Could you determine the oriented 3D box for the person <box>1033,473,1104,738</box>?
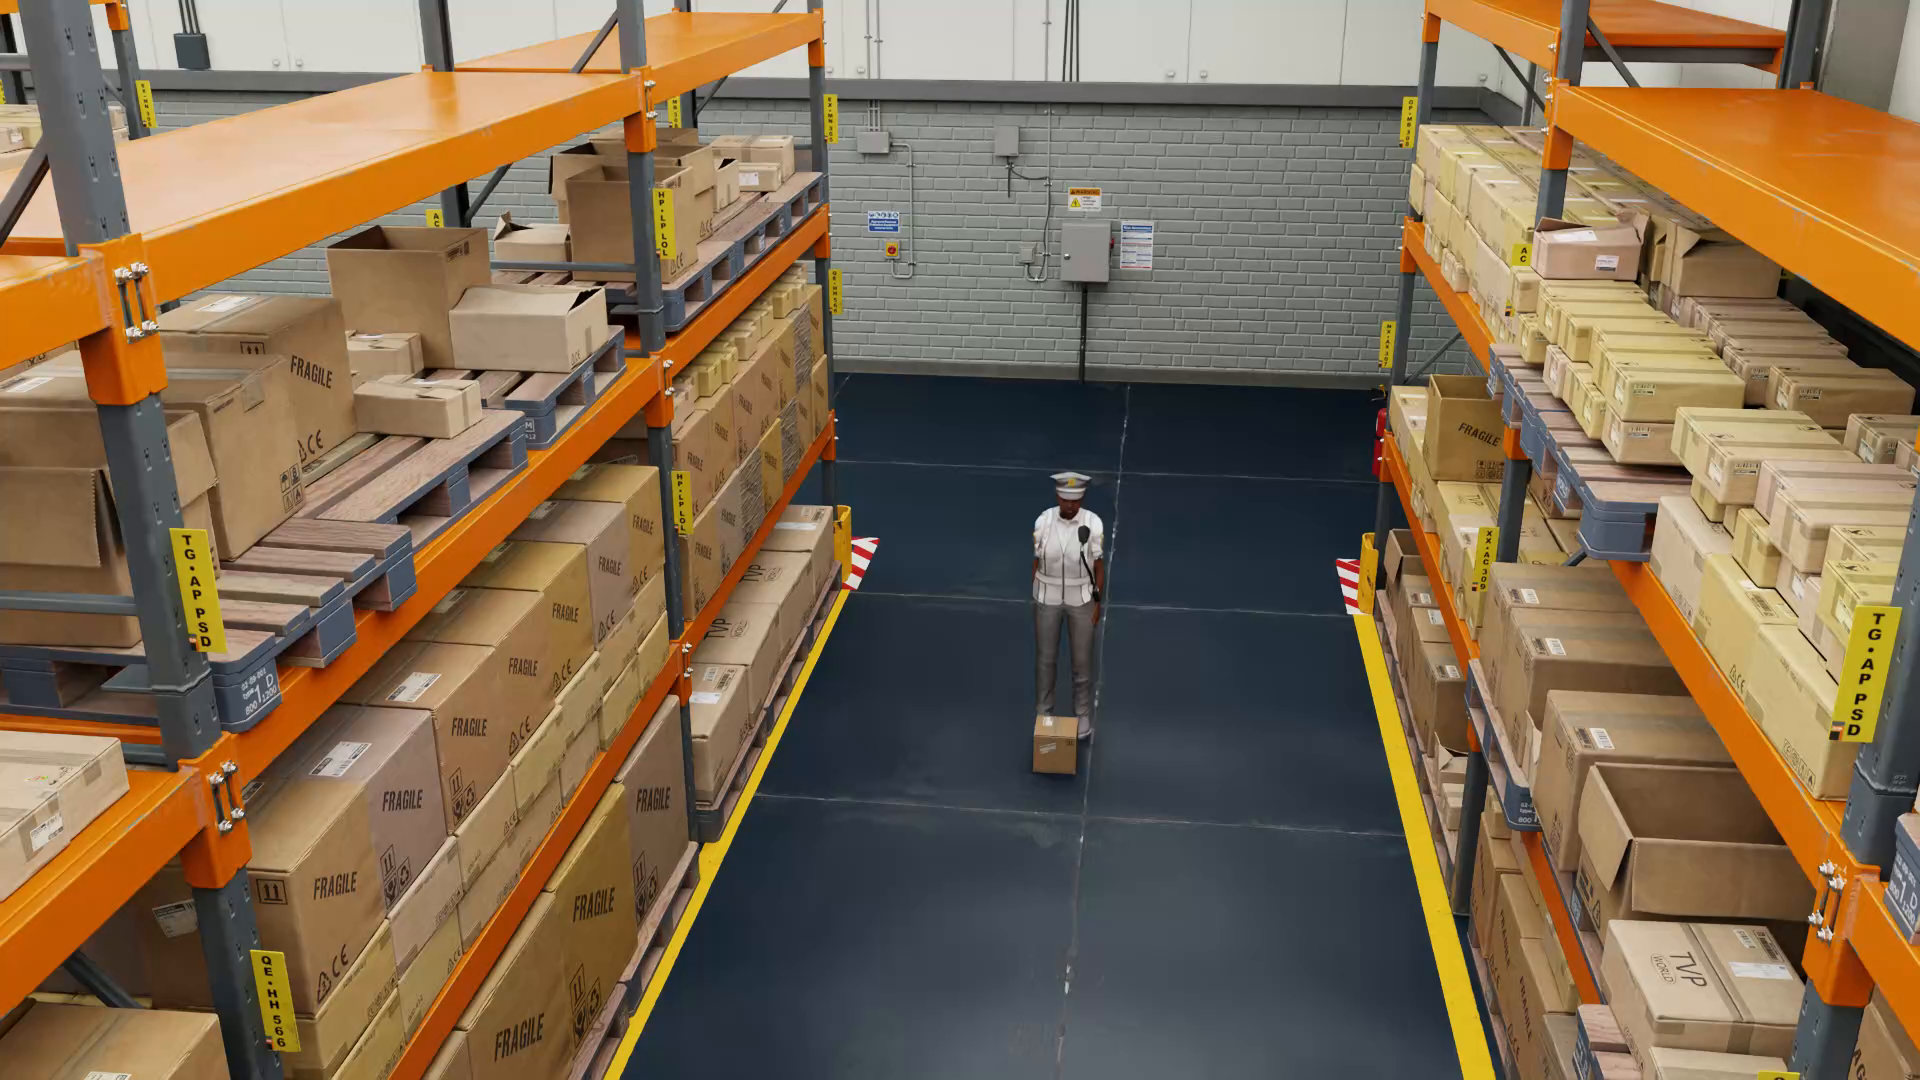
[{"bbox_3d":[0.644,0.380,10.092,0.424,1.679,0.323,3,22,8],"label":"person"}]
